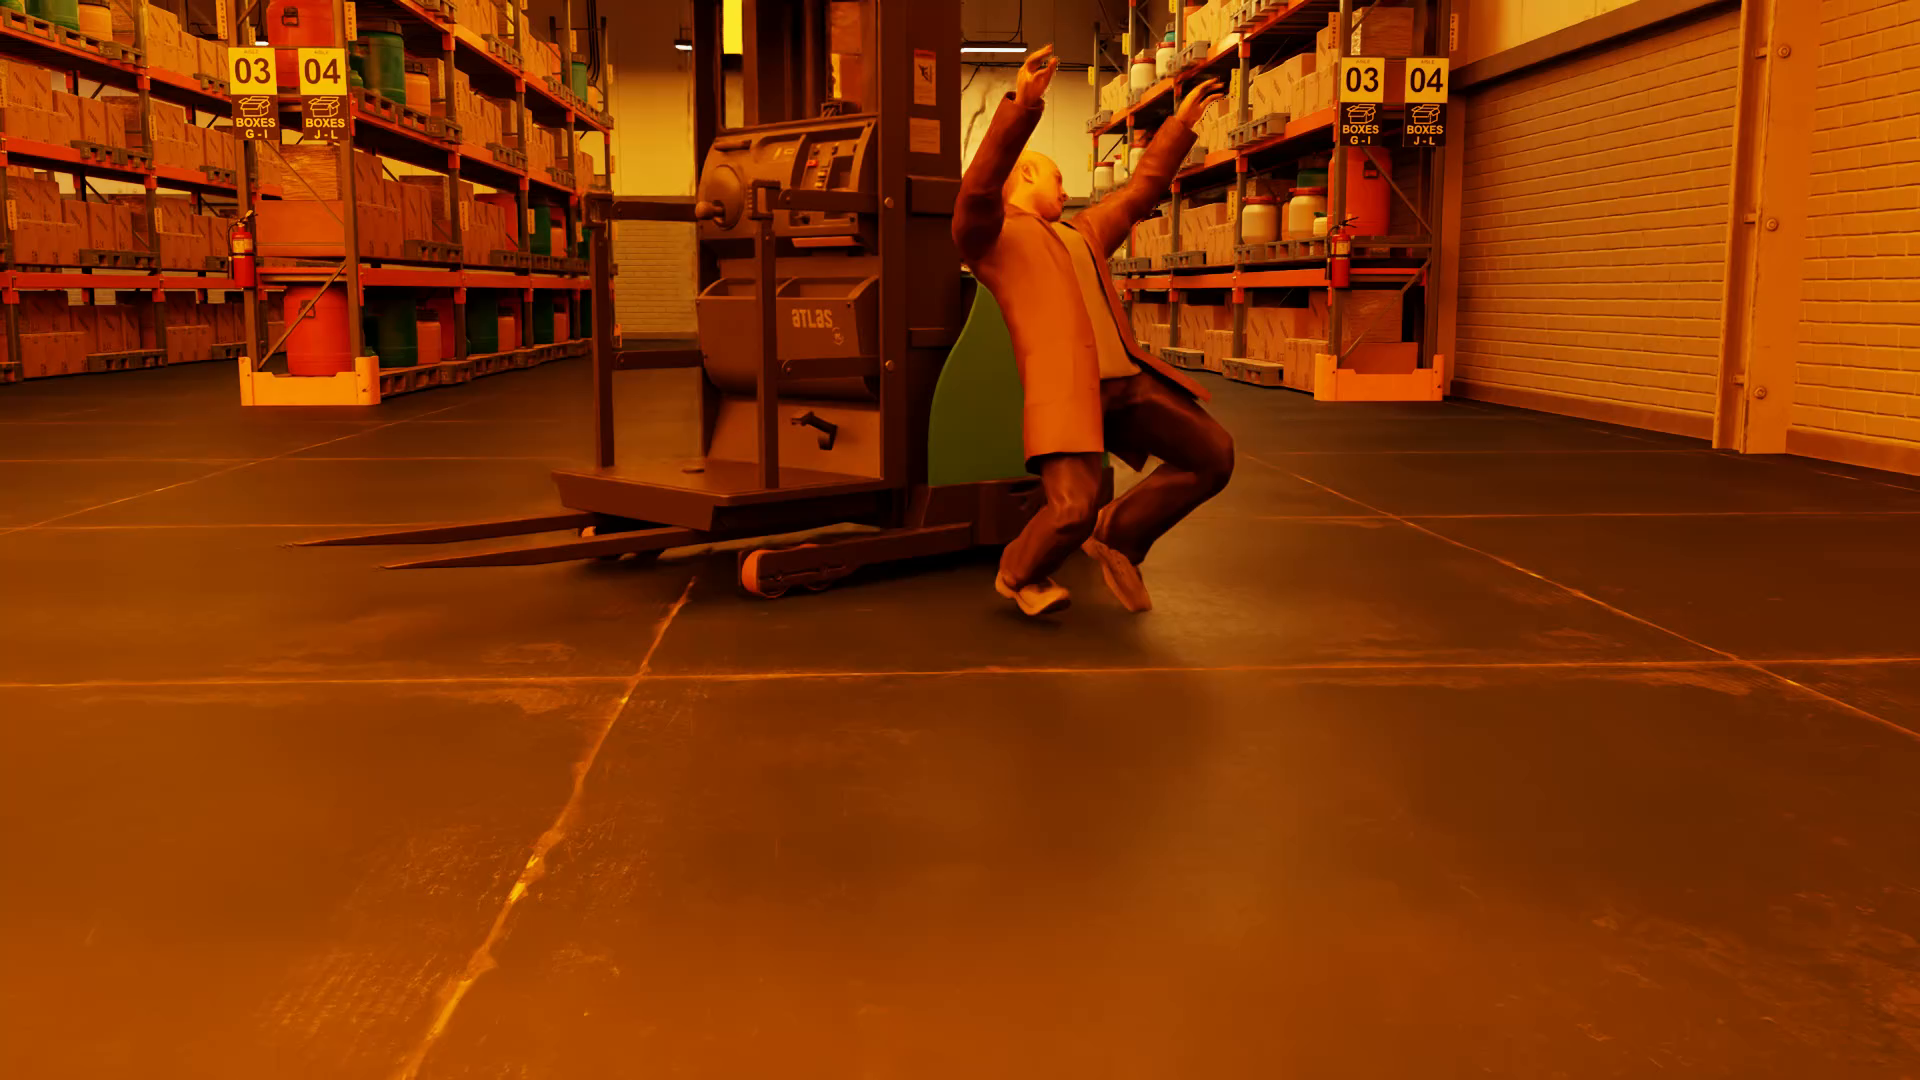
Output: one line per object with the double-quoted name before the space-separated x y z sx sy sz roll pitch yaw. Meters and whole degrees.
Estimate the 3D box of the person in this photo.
"person" 0.404 -0.582 5.122 1.011 1.693 0.768 -7 11 -39

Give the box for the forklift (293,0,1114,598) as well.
"forklift" -0.786 -1.341 5.862 3.031 2.935 1.130 -8 12 -44
